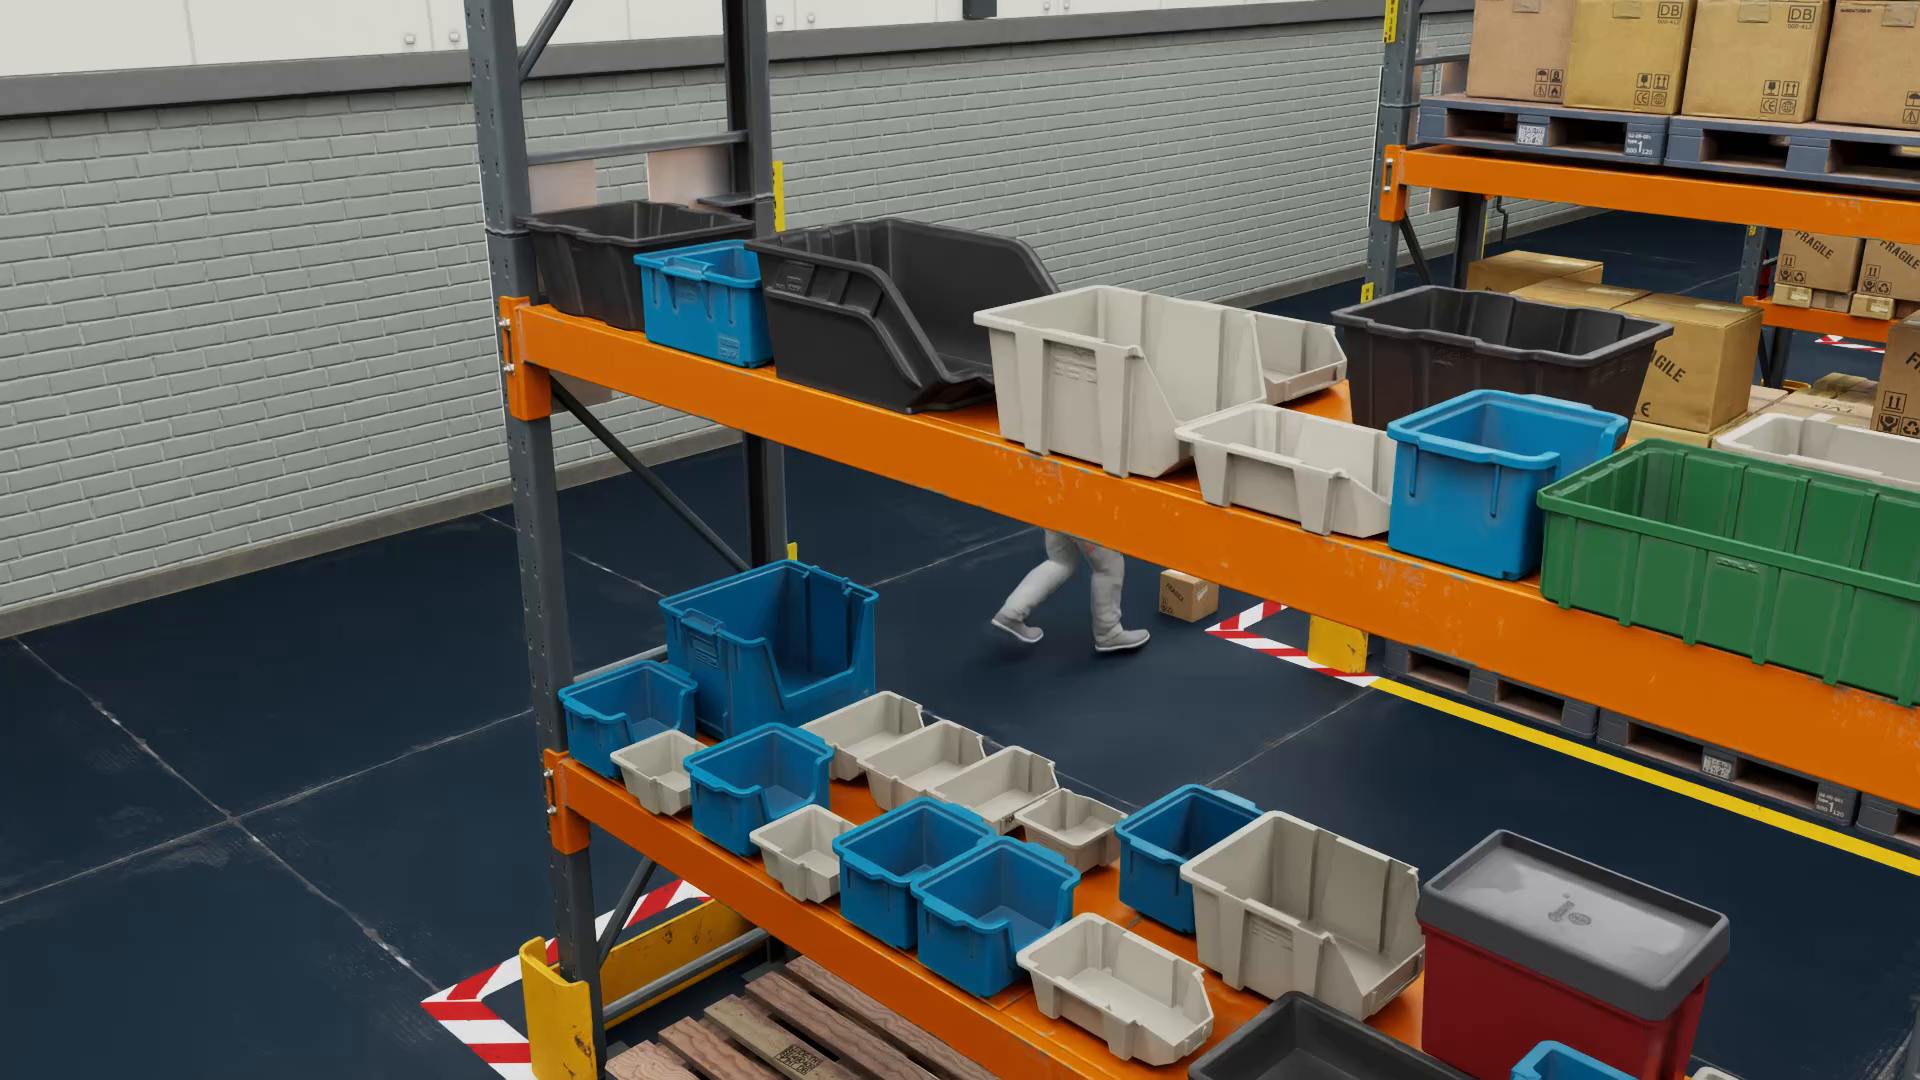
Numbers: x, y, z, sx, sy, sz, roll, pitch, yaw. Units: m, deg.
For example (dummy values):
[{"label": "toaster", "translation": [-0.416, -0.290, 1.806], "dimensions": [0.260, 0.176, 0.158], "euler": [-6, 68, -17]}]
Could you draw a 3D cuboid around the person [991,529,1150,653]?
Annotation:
[{"label": "person", "translation": [0.615, -0.206, 9.091], "dimensions": [0.870, 1.728, 0.601], "euler": [-10, 23, -24]}]
